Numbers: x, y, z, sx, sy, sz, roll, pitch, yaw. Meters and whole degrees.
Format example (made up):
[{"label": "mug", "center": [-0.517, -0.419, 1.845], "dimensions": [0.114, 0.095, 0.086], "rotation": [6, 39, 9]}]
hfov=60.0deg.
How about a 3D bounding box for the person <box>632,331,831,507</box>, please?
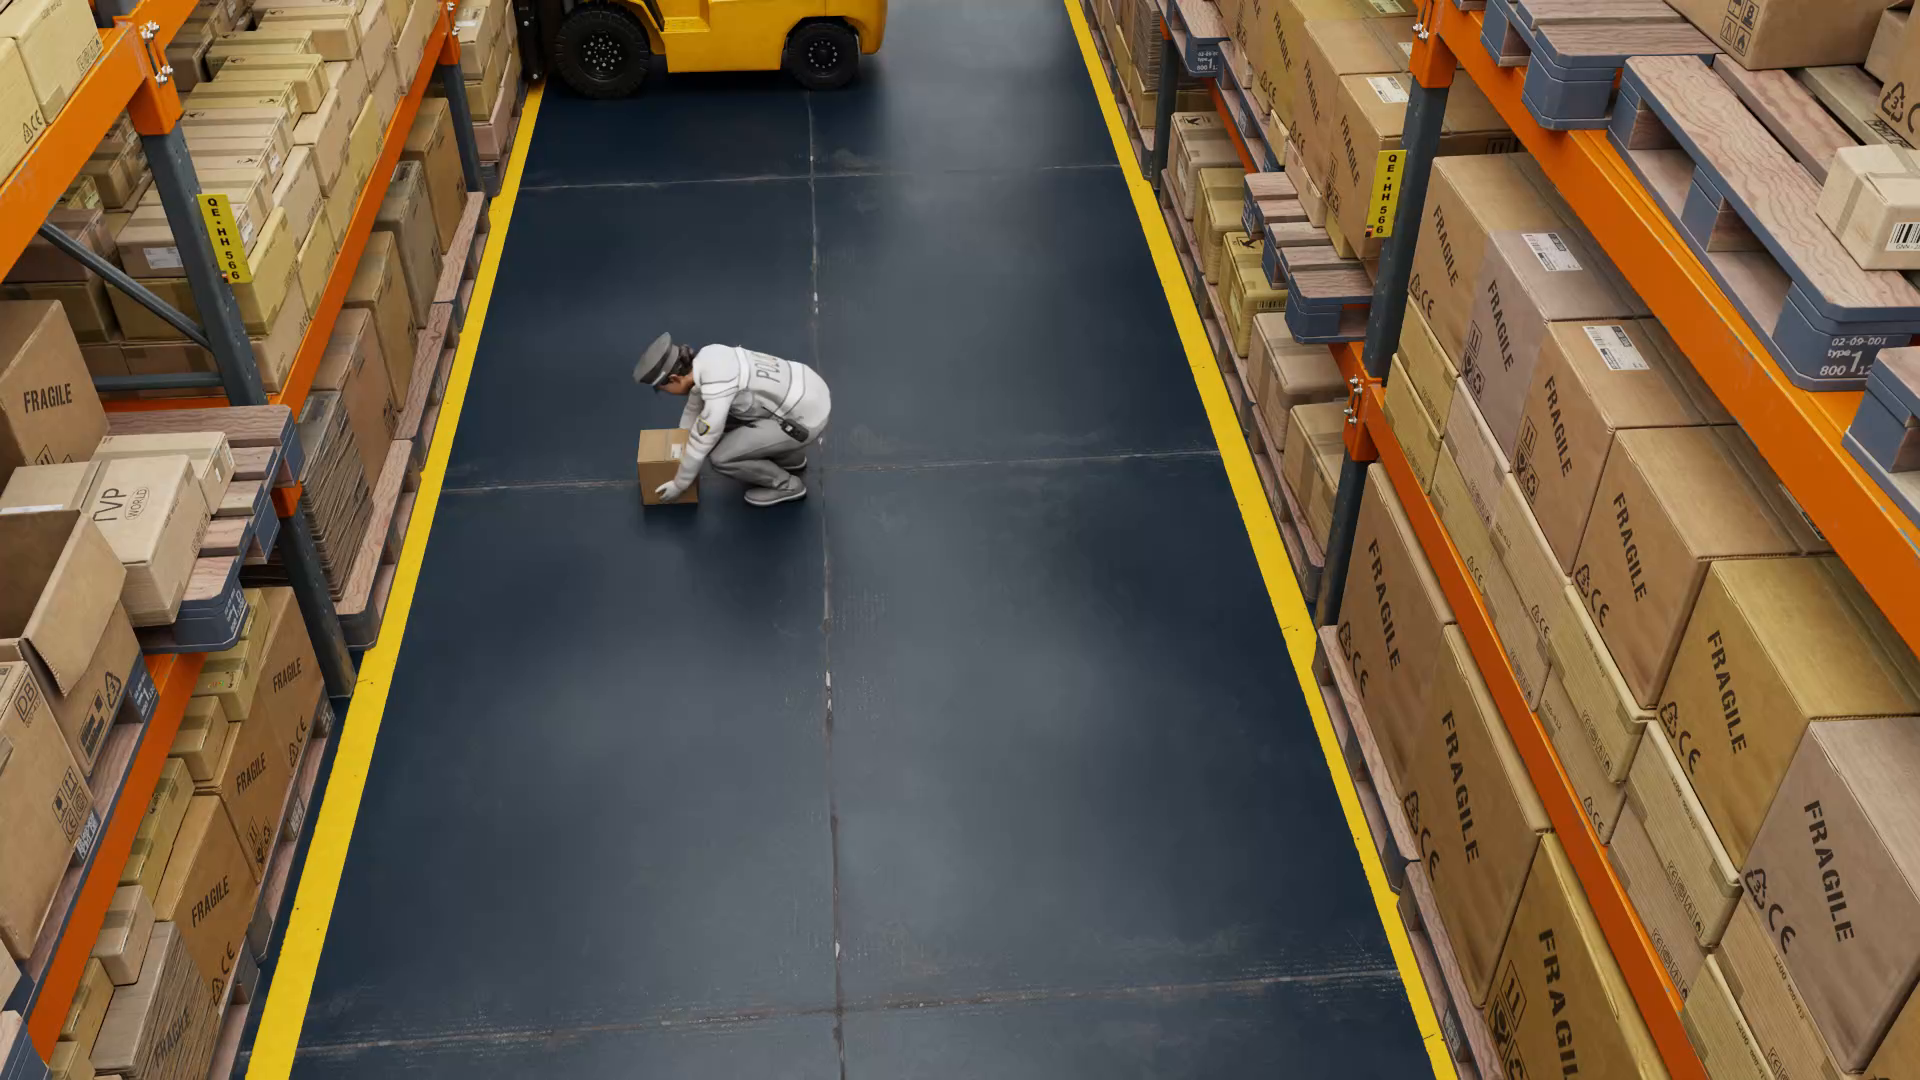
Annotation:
[{"label": "person", "center": [-1.014, -0.583, 7.512], "dimensions": [0.859, 0.855, 0.479], "rotation": [-3, 39, -4]}]
